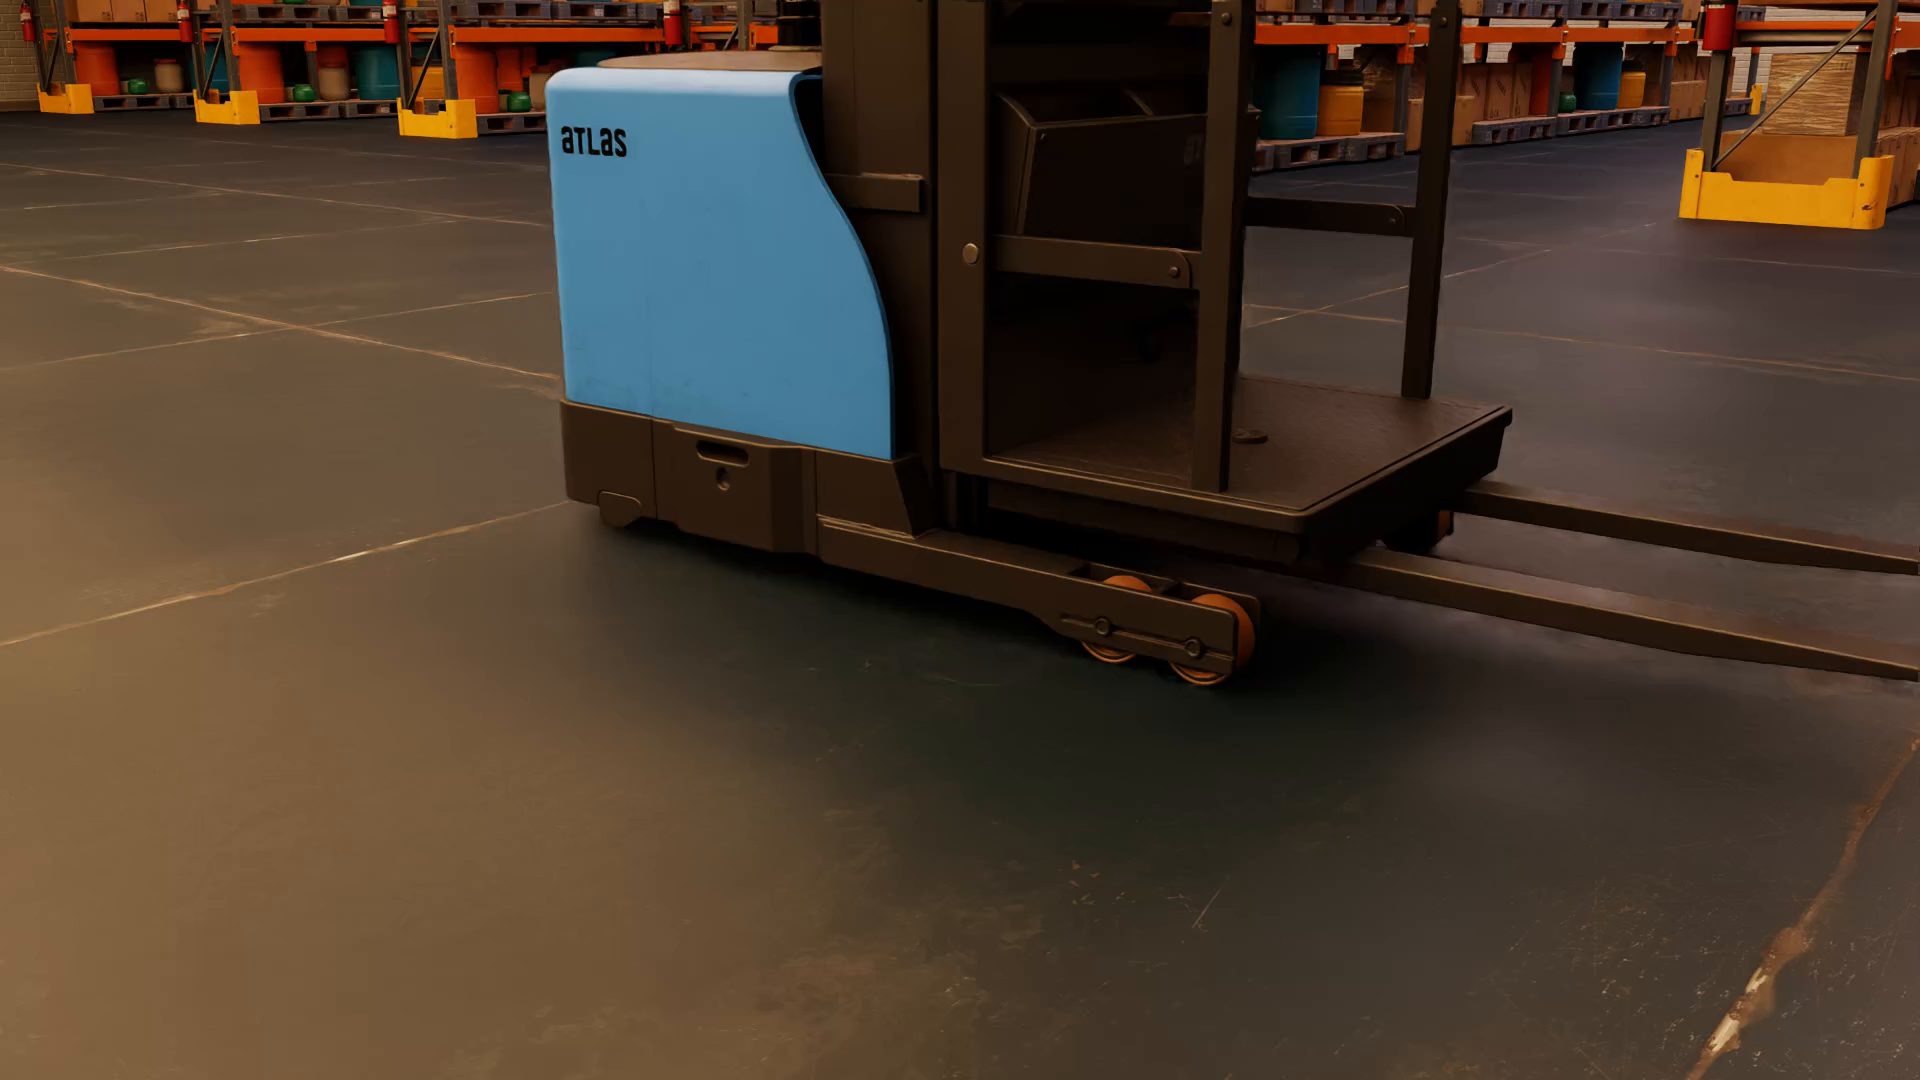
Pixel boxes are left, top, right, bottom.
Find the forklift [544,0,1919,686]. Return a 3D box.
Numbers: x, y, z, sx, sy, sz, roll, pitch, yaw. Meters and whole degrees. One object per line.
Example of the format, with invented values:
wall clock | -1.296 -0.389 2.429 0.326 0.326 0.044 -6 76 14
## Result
forklift | 0.526 -1.309 3.210 3.031 2.935 1.130 12 21 34
